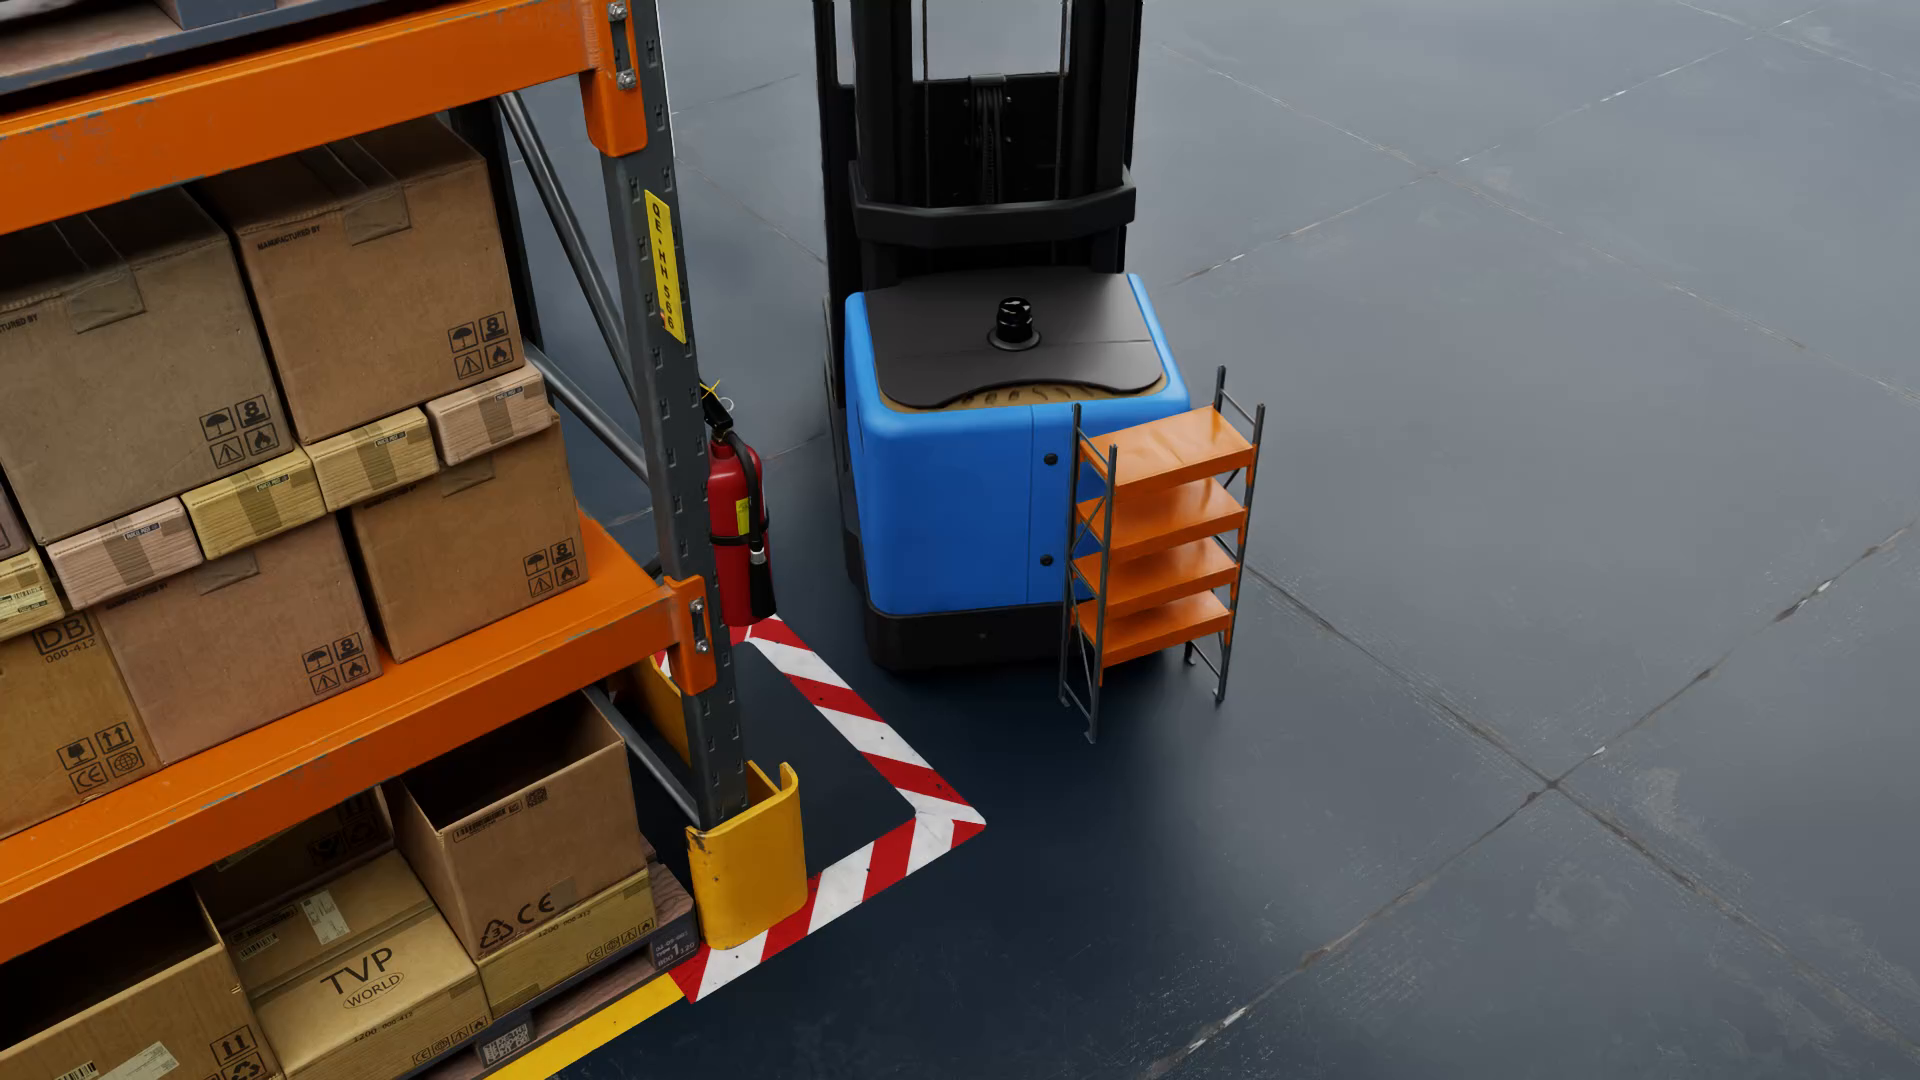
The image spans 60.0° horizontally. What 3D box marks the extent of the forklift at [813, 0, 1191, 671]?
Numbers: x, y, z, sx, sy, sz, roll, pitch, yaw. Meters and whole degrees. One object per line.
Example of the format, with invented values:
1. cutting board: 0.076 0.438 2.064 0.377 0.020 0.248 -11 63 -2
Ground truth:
1. forklift: 0.028 -1.624 5.919 1.130 2.935 3.031 -5 40 -6

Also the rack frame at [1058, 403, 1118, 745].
1. rack frame: 0.388 0.134 5.141 0.015 1.200 0.240 -16 42 -19

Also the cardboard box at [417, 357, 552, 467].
1. cardboard box: -1.124 -0.354 3.726 0.250 0.149 0.380 -27 46 -29

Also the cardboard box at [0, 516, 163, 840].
1. cardboard box: -2.126 0.222 3.536 0.500 0.500 0.700 -26 46 -28

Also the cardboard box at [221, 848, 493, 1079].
1. cardboard box: -1.571 1.148 4.323 0.500 0.250 0.500 -26 46 -28

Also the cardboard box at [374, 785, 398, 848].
1. cardboard box: -1.498 0.688 4.883 0.500 0.250 0.500 -26 46 -28

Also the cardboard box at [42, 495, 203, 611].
1. cardboard box: -1.734 -0.057 3.364 0.250 0.149 0.380 -25 46 -28

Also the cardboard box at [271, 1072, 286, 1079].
1. cardboard box: -1.967 1.342 4.086 0.500 0.250 0.500 -26 46 -28

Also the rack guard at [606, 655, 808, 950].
1. rack guard: -0.918 0.649 5.065 0.348 0.500 1.175 -26 46 -28

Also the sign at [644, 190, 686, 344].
1. sign: -0.618 -0.569 3.479 0.005 0.325 0.100 -26 46 -28

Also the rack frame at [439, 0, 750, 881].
1. rack frame: -0.937 -0.308 4.260 0.127 3.000 1.000 -26 46 -28

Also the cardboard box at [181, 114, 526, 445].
1. cardboard box: -1.357 -0.654 3.580 0.500 0.500 0.700 -26 46 -28

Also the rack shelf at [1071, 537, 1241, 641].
1. rack shelf: 0.610 0.122 5.261 0.480 0.148 0.258 -16 42 -19

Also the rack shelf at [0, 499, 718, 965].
1. rack shelf: -2.523 0.743 3.546 4.000 0.370 1.077 -26 46 -28

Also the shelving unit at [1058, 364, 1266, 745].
1. shelving unit: 0.610 0.070 5.218 0.503 1.200 0.258 -16 42 -19

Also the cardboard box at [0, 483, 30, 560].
1. cardboard box: -2.170 -0.253 3.091 0.500 0.500 0.700 -26 46 -28

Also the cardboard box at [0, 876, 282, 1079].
1. cardboard box: -1.965 1.054 3.846 0.500 0.500 0.500 -26 46 -28

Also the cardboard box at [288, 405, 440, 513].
1. cardboard box: -1.331 -0.252 3.602 0.250 0.149 0.380 -25 45 -27

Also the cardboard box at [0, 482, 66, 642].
1. cardboard box: -1.942 0.045 3.240 0.250 0.149 0.380 -25 45 -27

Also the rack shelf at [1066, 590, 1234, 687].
1. rack shelf: 0.610 0.276 5.387 0.480 0.148 0.258 -16 42 -19

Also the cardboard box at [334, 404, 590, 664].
1. cardboard box: -1.315 -0.173 4.017 0.500 0.500 0.700 -26 46 -28

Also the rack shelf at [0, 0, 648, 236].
1. rack shelf: -2.523 -0.417 2.595 4.000 0.370 1.077 -26 46 -28

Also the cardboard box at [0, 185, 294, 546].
1. cardboard box: -1.771 -0.448 3.329 0.500 0.500 0.700 -27 47 -29

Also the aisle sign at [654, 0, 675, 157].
1. aisle sign: -0.706 -1.191 3.287 0.004 0.787 0.394 -26 46 -28

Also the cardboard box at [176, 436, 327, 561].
1. cardboard box: -1.533 -0.153 3.481 0.250 0.149 0.380 -27 46 -29

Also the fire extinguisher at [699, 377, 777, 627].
1. fire extinguisher: -0.560 -0.090 4.056 0.183 0.674 0.296 -26 46 -28

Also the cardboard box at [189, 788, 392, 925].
1. cardboard box: -1.893 0.592 4.408 0.500 0.500 0.500 -26 46 -28

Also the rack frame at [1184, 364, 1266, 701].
1. rack frame: 0.833 0.007 5.296 0.015 1.200 0.240 -16 42 -19

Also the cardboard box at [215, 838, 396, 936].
1. cardboard box: -1.892 0.883 4.645 0.500 0.250 0.500 -26 46 -28

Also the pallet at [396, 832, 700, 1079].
1. pallet: -1.518 1.087 4.759 1.213 0.211 1.003 -26 46 -28

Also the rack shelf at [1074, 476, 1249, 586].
1. rack shelf: 0.610 -0.051 5.119 0.480 0.148 0.258 -16 42 -19

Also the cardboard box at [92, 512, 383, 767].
1. cardboard box: -1.729 0.033 3.766 0.500 0.500 0.700 -25 45 -27

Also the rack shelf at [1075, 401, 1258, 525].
1. rack shelf: 0.610 -0.234 4.969 0.480 0.148 0.258 -16 42 -19

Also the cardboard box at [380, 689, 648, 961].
1. cardboard box: -1.181 0.660 4.326 0.500 0.500 0.500 -26 46 -28

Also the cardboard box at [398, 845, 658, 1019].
1. cardboard box: -1.182 0.949 4.565 0.500 0.250 0.500 -26 46 -28
